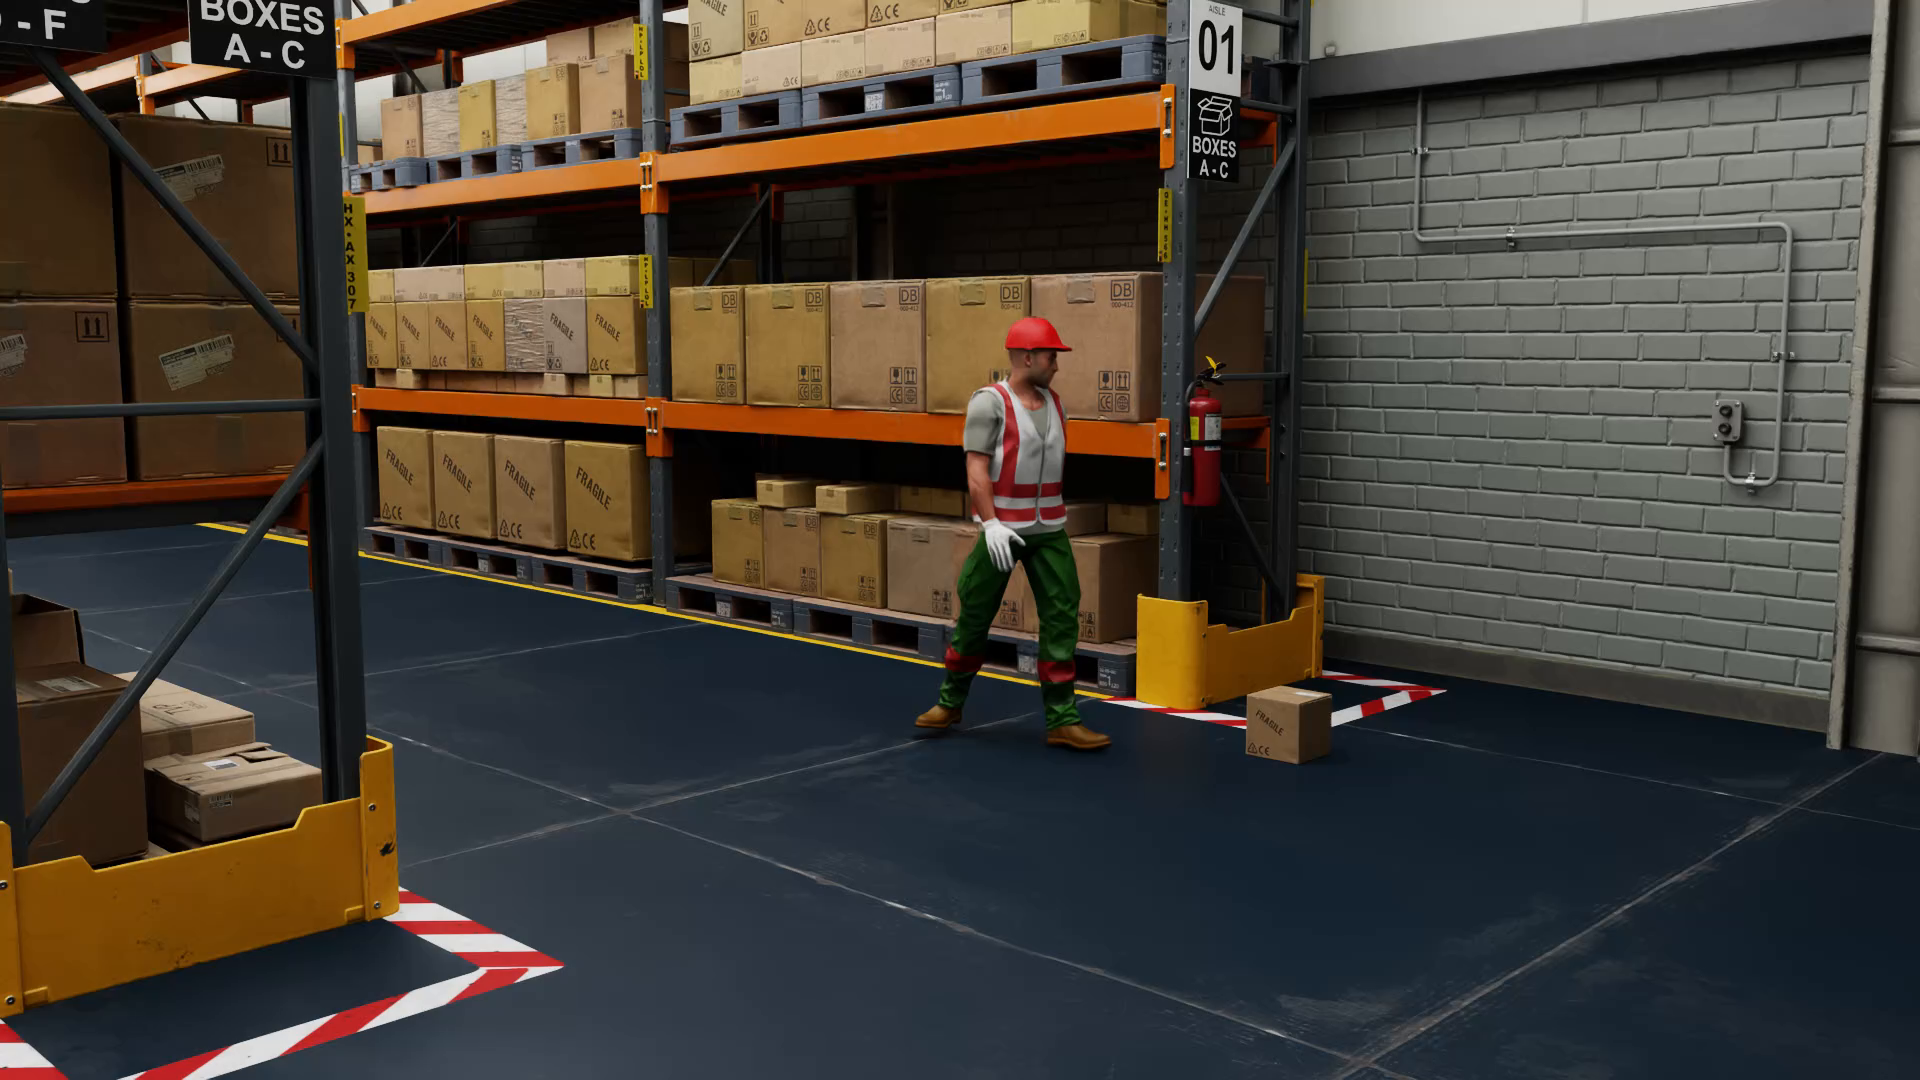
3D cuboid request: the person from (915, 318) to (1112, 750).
[{"bbox_3d":[0.196,-0.027,6.902,0.639,1.776,0.731,-4,8,-29],"label":"person"}]
